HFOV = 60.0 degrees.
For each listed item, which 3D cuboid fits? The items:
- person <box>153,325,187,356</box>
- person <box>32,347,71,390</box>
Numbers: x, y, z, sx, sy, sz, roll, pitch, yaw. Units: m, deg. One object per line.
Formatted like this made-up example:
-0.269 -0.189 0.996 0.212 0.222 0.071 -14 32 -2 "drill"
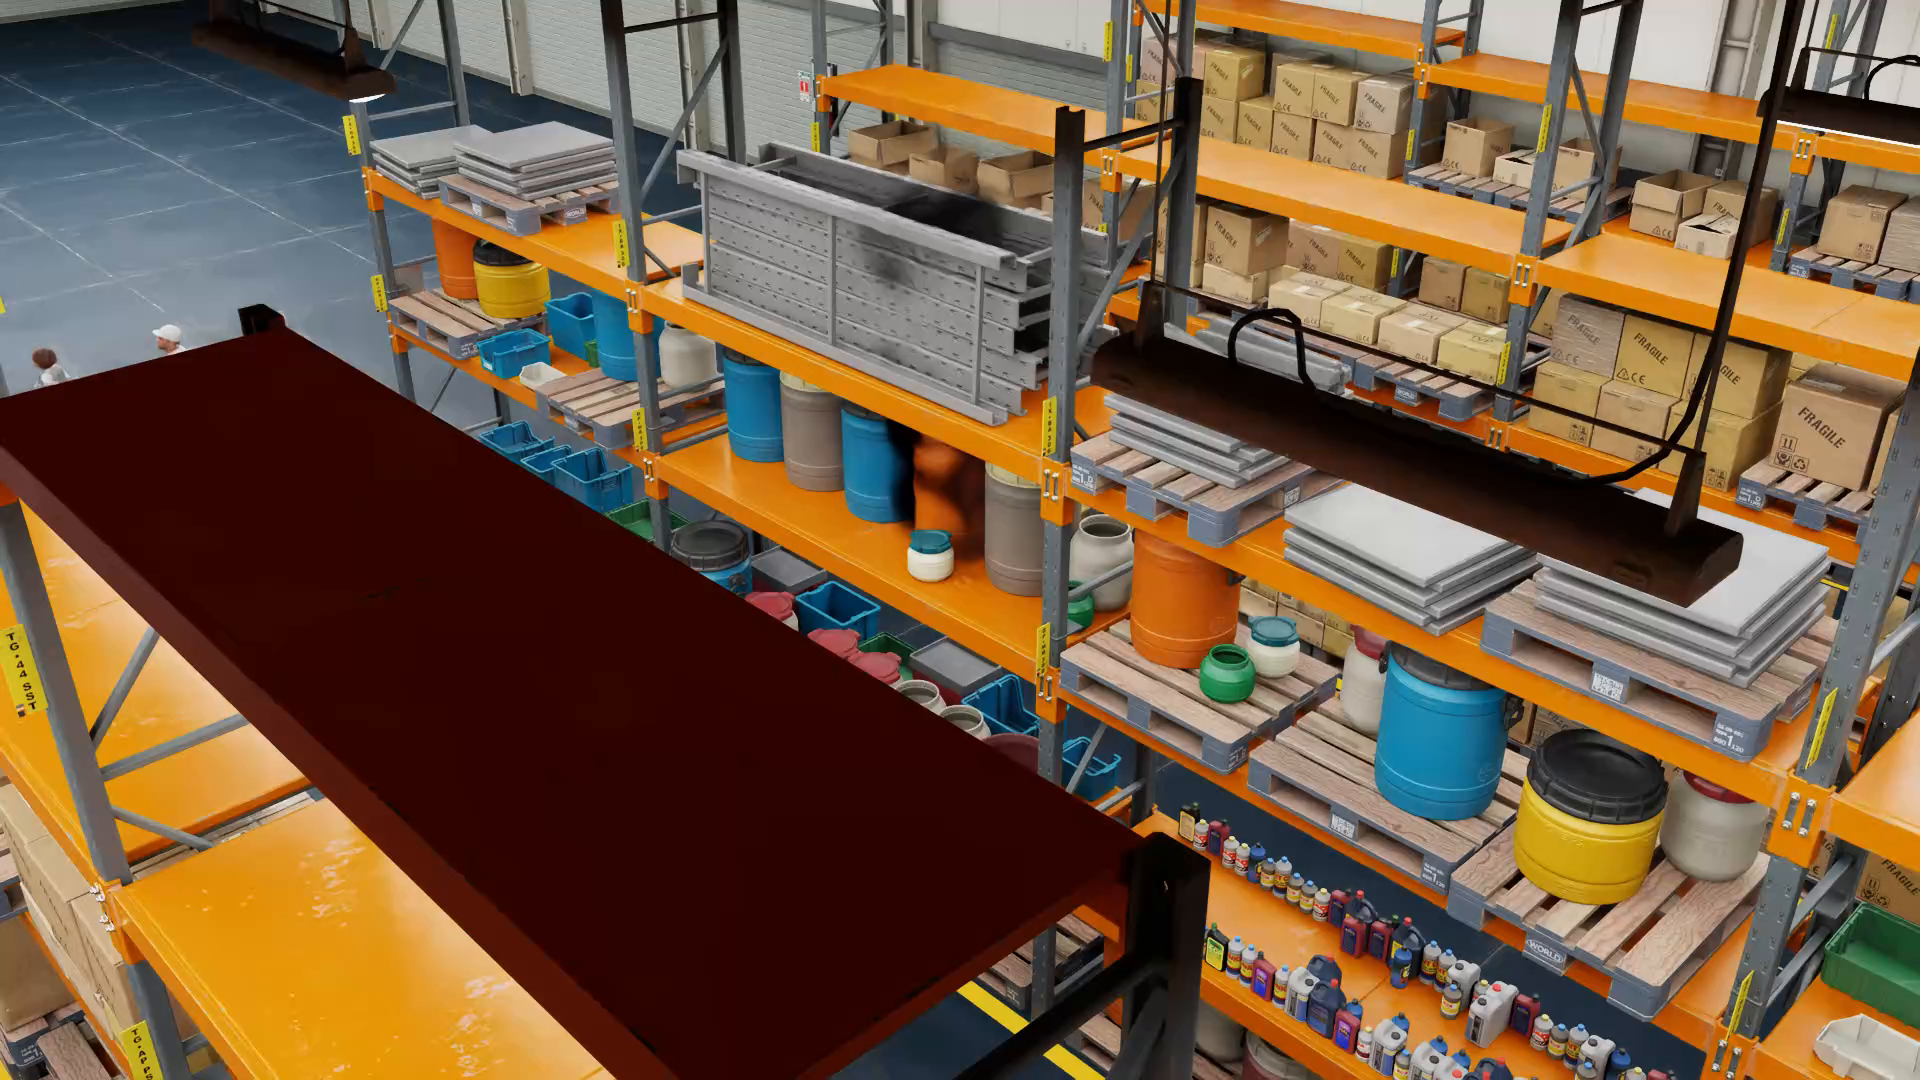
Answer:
-8.286 -1.479 17.779 0.708 1.742 0.659 -10 30 -19 "person"
-9.482 -1.293 17.631 0.669 1.587 0.534 -7 29 -12 "person"
